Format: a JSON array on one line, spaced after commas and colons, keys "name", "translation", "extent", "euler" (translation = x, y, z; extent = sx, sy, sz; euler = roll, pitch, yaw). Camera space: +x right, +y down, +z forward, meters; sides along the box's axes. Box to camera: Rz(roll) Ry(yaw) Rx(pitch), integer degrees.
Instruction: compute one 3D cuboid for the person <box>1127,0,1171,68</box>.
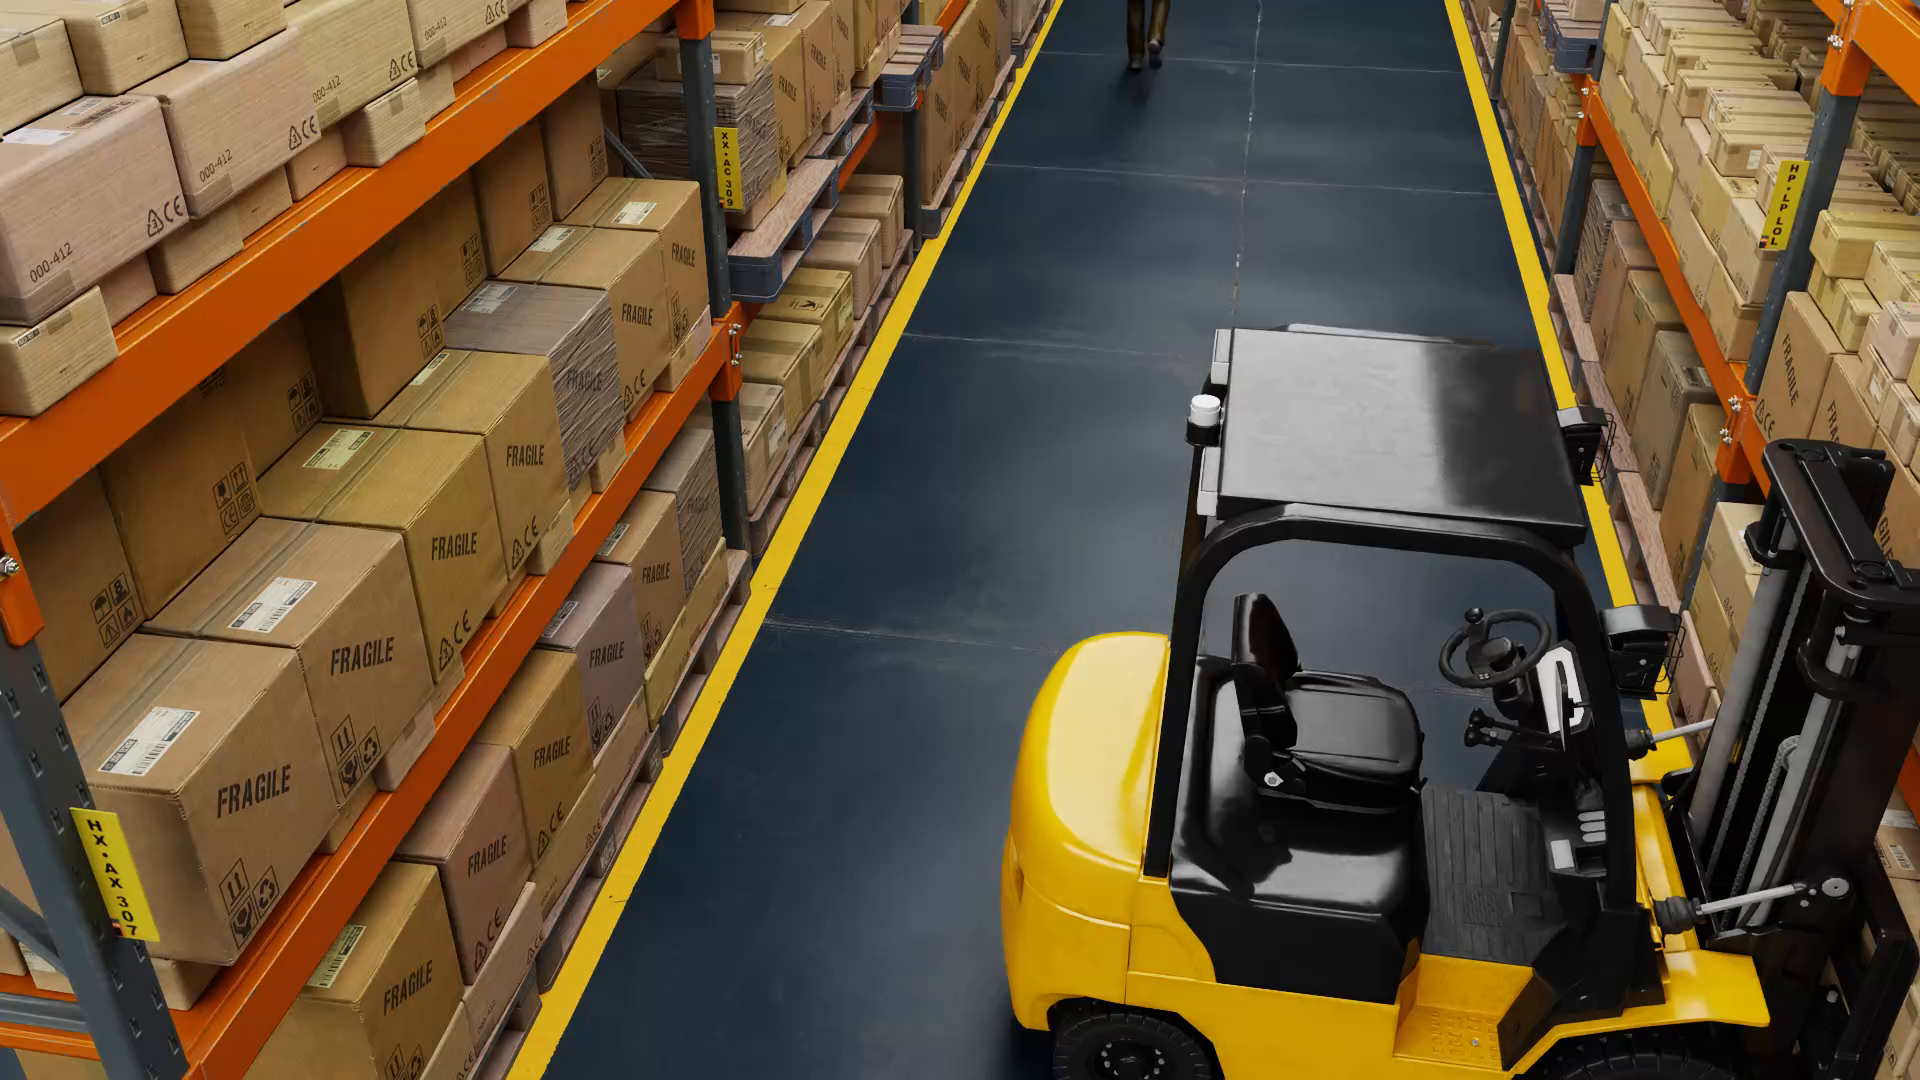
[{"name": "person", "translation": [1.559, -4.872, 13.950], "extent": [0.570, 1.815, 0.477], "euler": [5, 32, 7]}]
